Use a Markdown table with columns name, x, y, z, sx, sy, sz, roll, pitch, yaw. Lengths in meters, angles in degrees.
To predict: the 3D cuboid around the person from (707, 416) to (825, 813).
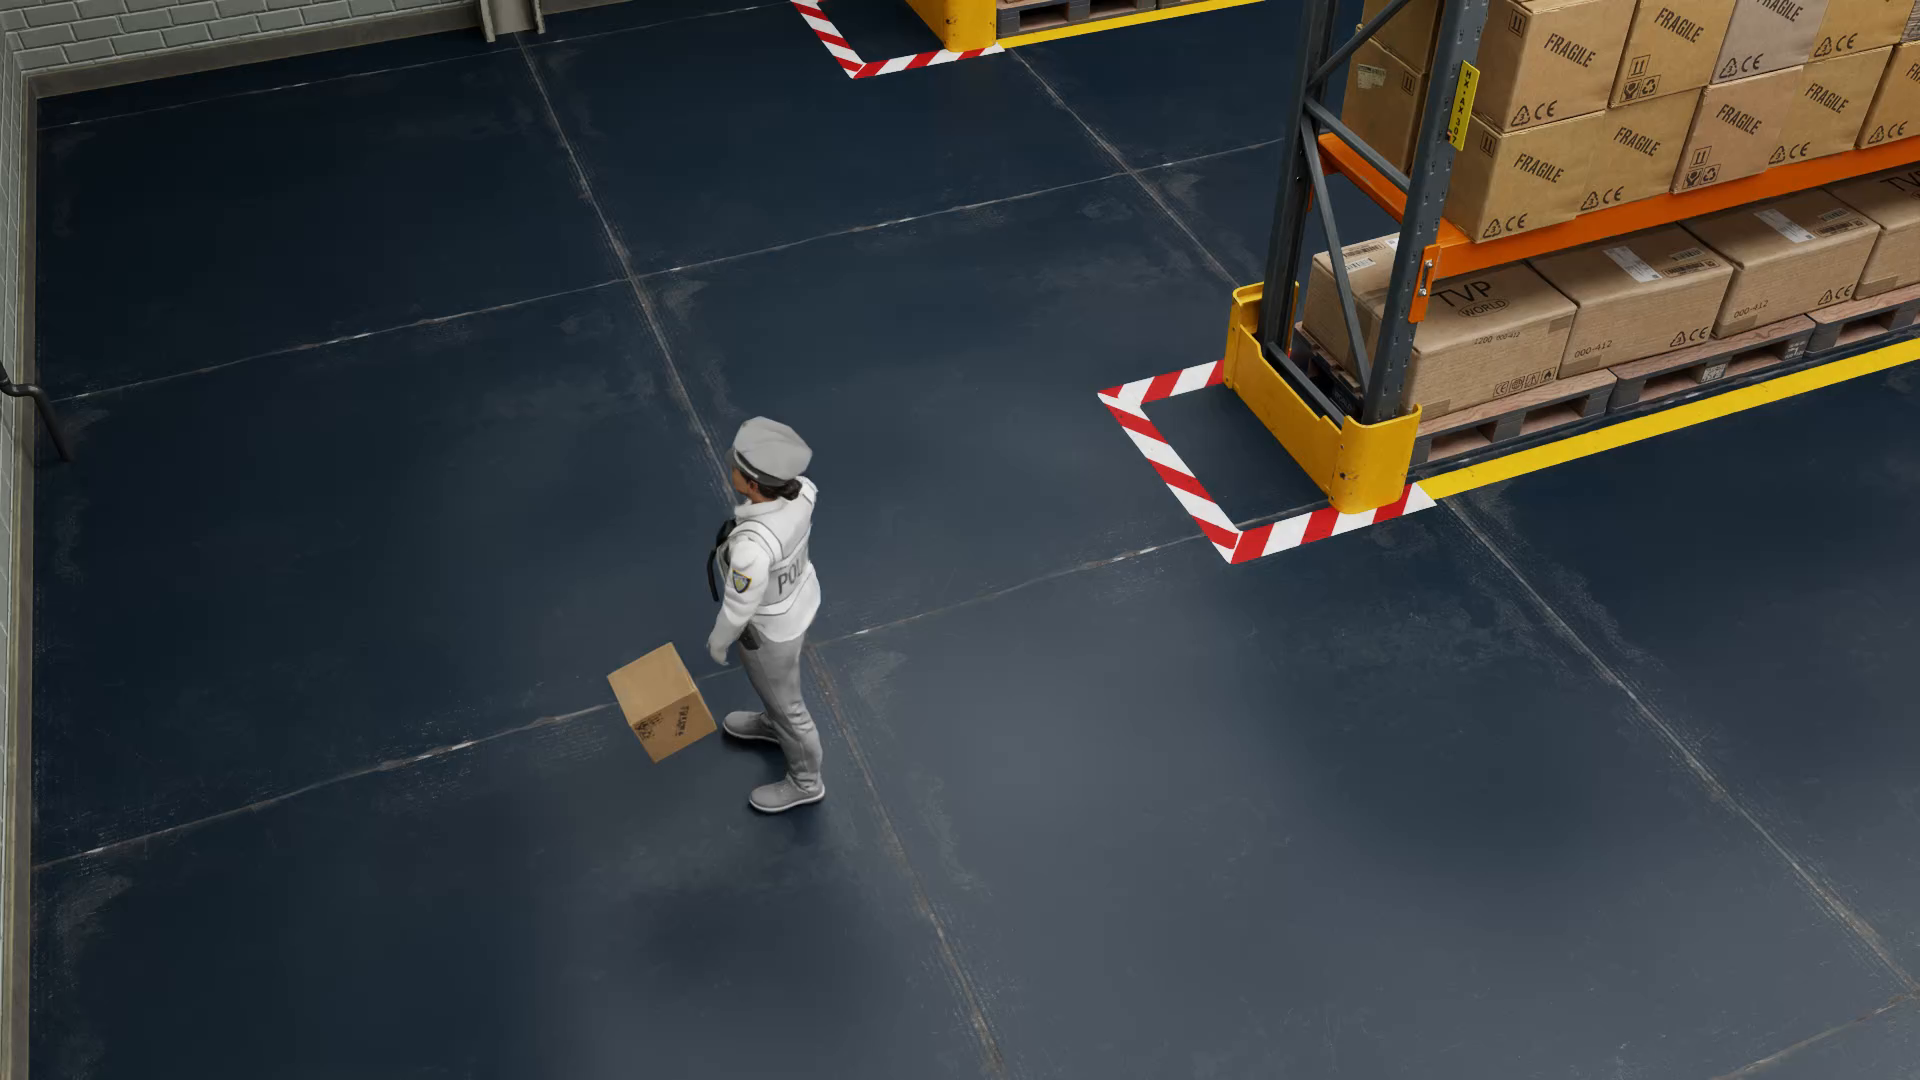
| name | x | y | z | sx | sy | sz | roll | pitch | yaw |
| --- | --- | --- | --- | --- | --- | --- | --- | --- | --- |
| person | -0.730 | 0.259 | 5.832 | 0.516 | 1.691 | 0.543 | 12 | 43 | 13 |
